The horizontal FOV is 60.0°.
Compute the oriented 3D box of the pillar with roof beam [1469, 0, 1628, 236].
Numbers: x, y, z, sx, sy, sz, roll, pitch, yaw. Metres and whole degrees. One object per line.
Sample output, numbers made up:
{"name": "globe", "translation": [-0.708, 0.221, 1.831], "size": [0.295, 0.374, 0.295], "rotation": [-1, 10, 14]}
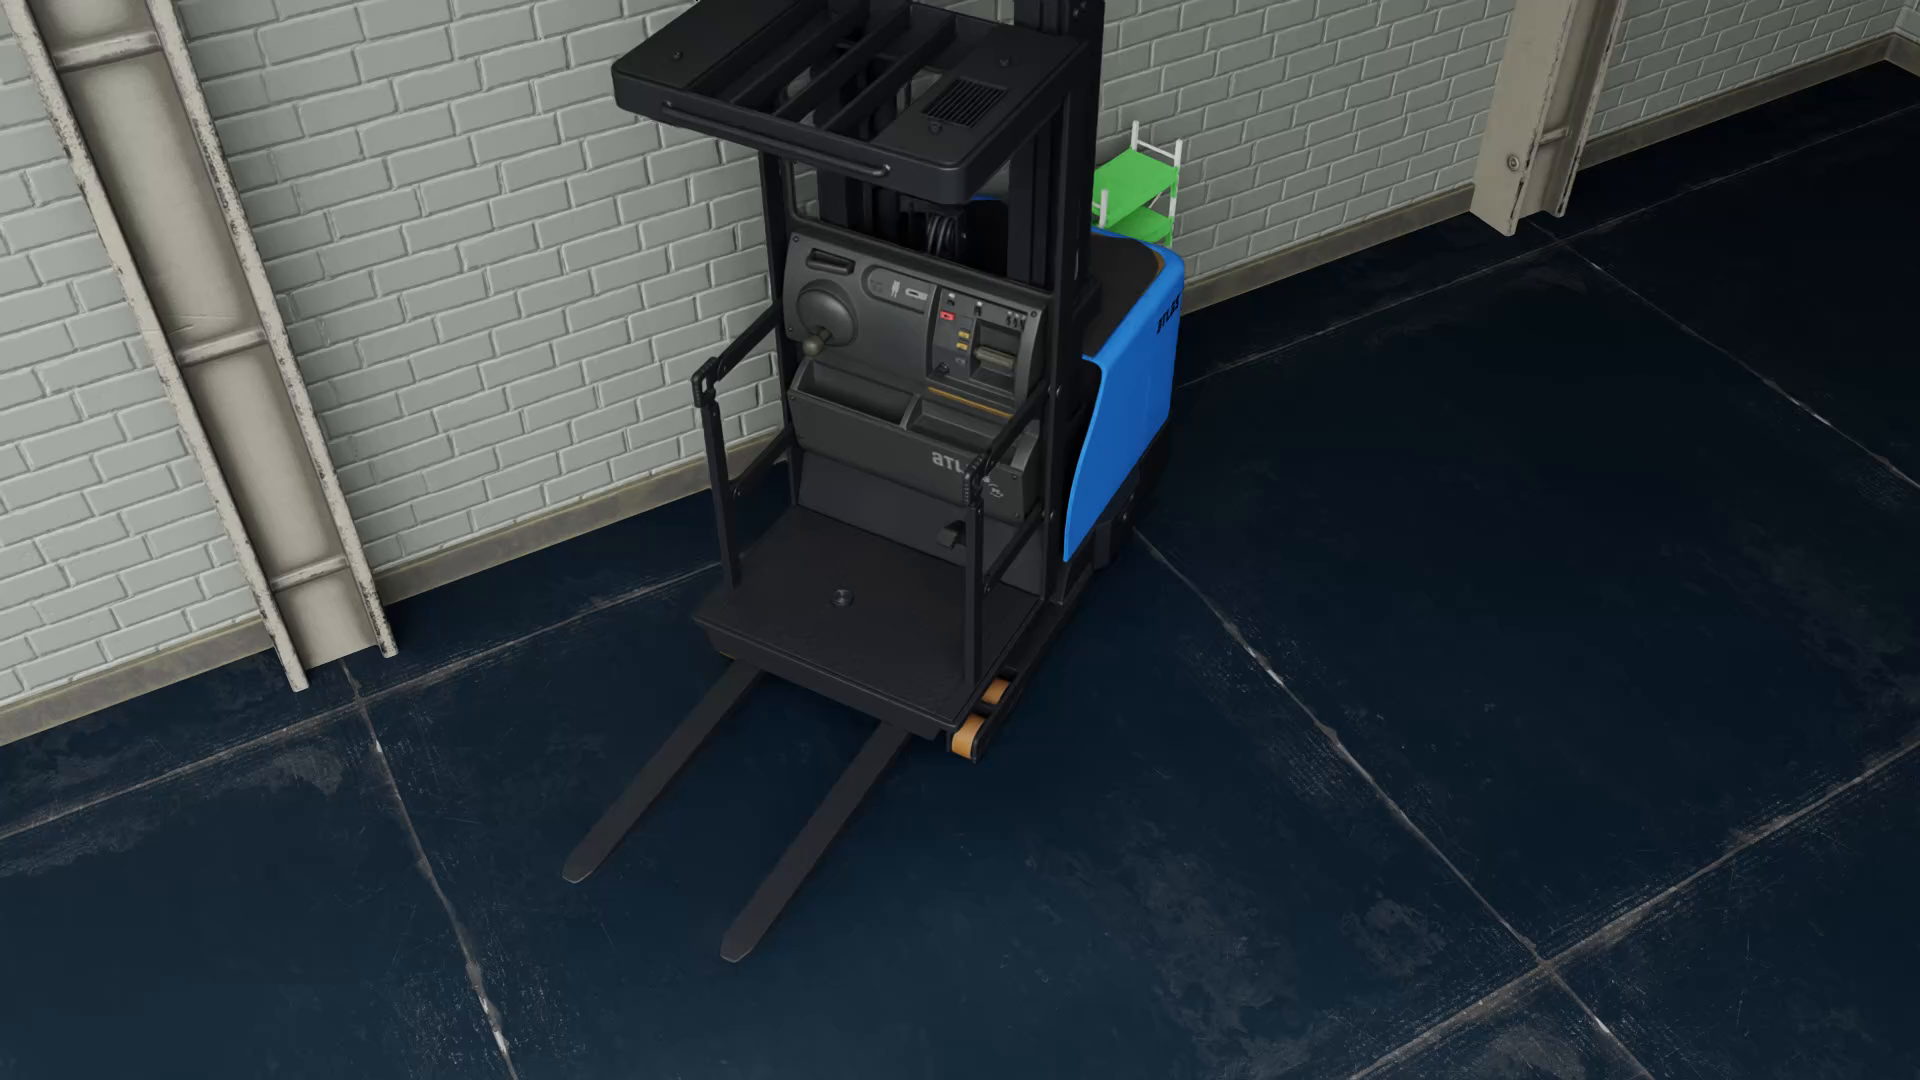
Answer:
{"name": "pillar with roof beam", "translation": [4.973, -2.307, 2.666], "size": [0.400, 9.000, 9.100], "rotation": [-22, 48, -21]}

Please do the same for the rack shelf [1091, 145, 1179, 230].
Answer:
{"name": "rack shelf", "translation": [0.639, -1.398, 6.732], "size": [0.258, 0.148, 0.480], "rotation": [32, 52, 28]}

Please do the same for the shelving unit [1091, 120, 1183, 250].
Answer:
{"name": "shelving unit", "translation": [0.639, -1.099, 7.021], "size": [0.258, 1.200, 0.503], "rotation": [32, 52, 28]}

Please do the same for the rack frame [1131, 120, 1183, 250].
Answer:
{"name": "rack frame", "translation": [0.801, -1.227, 7.153], "size": [0.240, 1.200, 0.015], "rotation": [32, 52, 28]}

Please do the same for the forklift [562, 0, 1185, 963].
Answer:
{"name": "forklift", "translation": [-0.266, -0.634, 5.298], "size": [1.130, 2.935, 3.031], "rotation": [21, 48, 20]}

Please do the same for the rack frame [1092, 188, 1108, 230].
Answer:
{"name": "rack frame", "translation": [0.477, -0.972, 6.890], "size": [0.240, 1.200, 0.015], "rotation": [32, 52, 28]}

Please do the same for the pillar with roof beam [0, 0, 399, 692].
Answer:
{"name": "pillar with roof beam", "translation": [-0.229, -0.225, 0.521], "size": [0.400, 9.000, 9.100], "rotation": [-22, 48, -21]}

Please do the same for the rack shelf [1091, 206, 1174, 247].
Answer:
{"name": "rack shelf", "translation": [0.639, -1.226, 6.899], "size": [0.258, 0.148, 0.480], "rotation": [32, 52, 28]}
